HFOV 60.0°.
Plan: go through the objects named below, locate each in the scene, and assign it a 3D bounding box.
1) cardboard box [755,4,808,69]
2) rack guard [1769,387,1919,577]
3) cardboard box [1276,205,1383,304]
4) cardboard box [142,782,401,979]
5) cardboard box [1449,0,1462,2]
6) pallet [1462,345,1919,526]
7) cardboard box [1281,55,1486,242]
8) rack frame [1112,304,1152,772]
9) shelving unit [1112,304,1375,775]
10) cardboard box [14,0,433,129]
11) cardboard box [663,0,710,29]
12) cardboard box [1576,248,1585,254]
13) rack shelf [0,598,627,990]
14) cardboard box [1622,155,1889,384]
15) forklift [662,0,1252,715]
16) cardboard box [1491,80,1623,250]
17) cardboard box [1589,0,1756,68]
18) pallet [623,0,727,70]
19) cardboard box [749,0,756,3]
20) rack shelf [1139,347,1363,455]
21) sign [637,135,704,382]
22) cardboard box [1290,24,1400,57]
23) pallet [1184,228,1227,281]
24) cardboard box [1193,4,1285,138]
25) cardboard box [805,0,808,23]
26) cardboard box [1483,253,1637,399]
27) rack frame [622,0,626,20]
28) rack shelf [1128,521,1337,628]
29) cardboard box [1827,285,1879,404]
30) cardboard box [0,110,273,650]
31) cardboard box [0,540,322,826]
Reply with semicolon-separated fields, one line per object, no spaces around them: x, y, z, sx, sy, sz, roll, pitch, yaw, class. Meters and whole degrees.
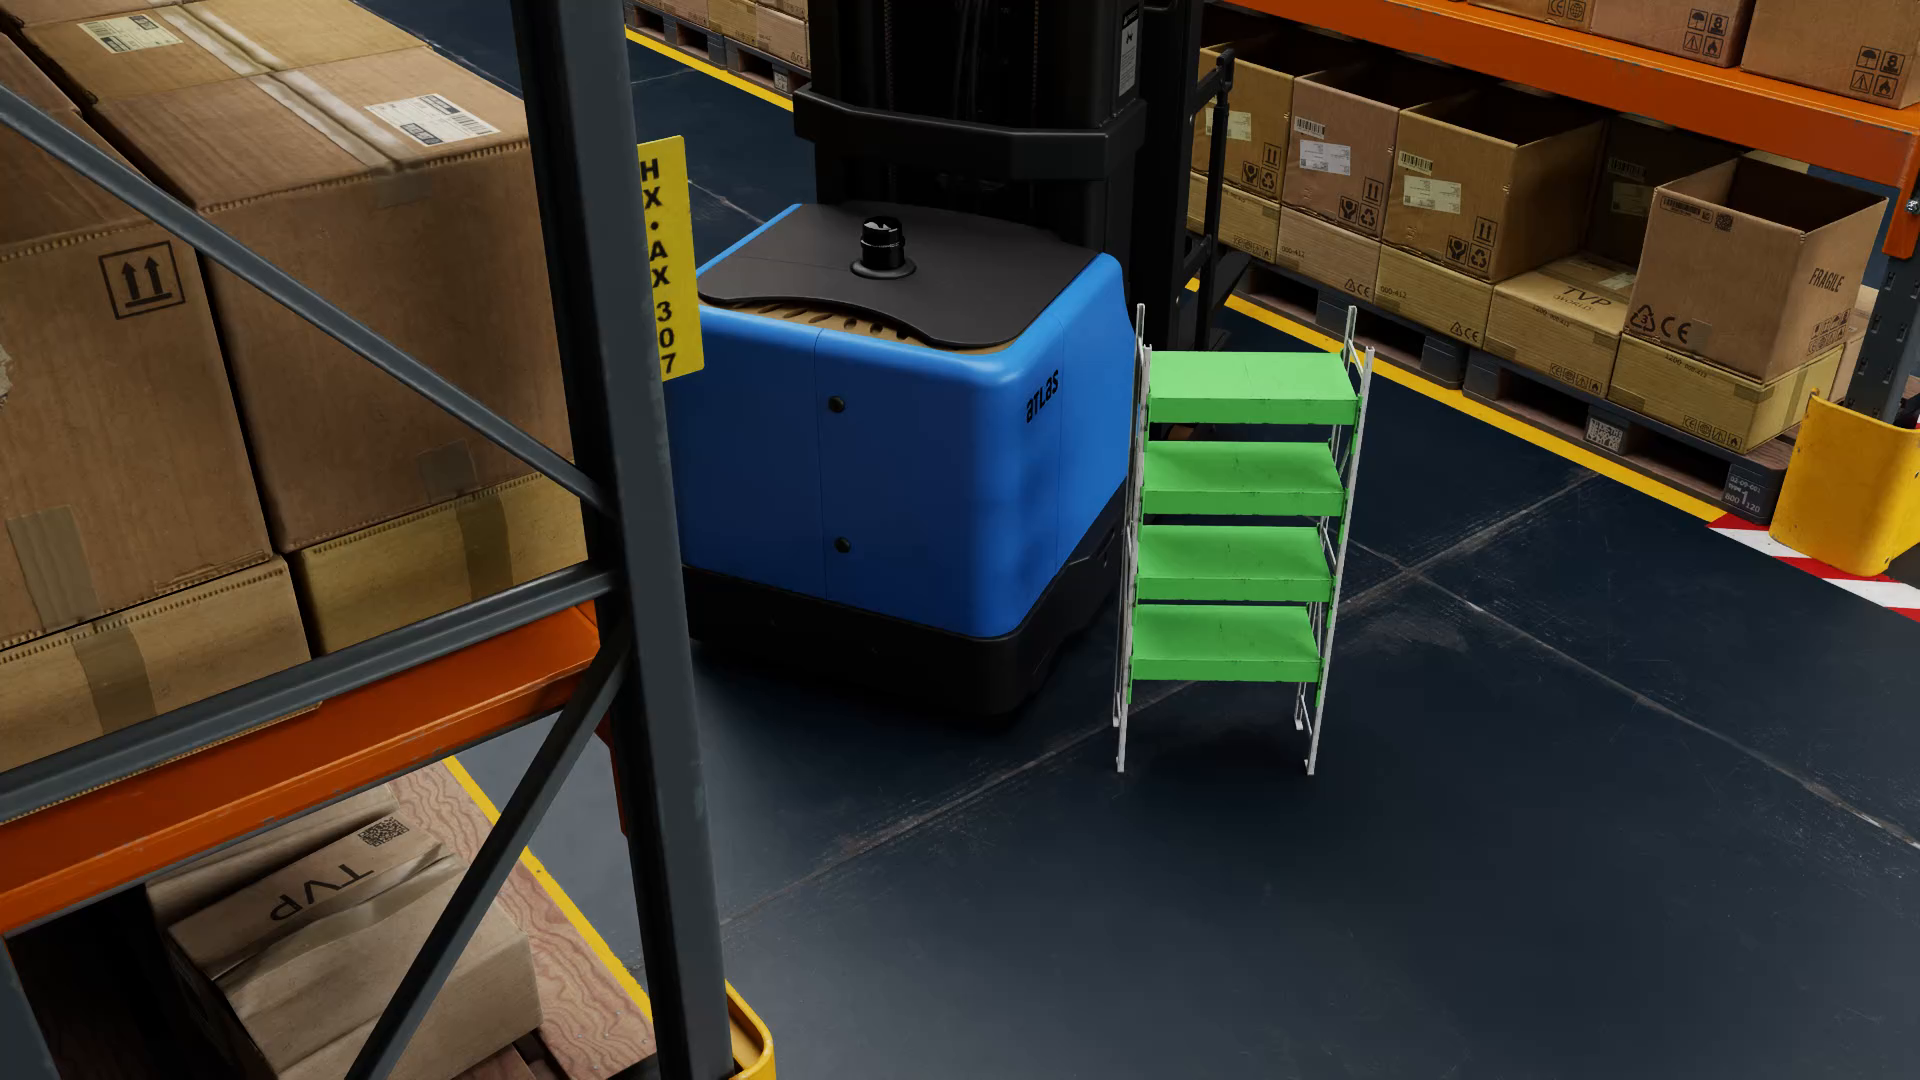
-0.778;-2.812;9.142;0.500;0.250;0.500;-21;38;-30;cardboard box
3.107;-0.346;5.334;1.175;0.500;0.348;-22;38;-31;rack guard
1.600;-1.178;6.511;0.500;0.250;0.500;-22;38;-31;cardboard box
-1.521;0.586;3.595;0.500;0.311;0.500;-19;37;-28;cardboard box
1.864;-2.304;6.021;0.700;0.500;0.500;-21;38;-30;cardboard box
2.590;-0.539;5.918;1.003;0.211;1.213;-22;38;-31;pallet
1.598;-1.495;6.312;0.500;0.500;0.500;-22;38;-31;cardboard box
0.416;0.025;4.072;0.015;1.200;0.240;1;32;1;rack frame
0.660;0.028;4.067;0.503;1.200;0.258;1;32;1;shelving unit
-1.169;-0.583;2.758;0.500;0.500;0.500;-22;38;-31;cardboard box
-1.416;-3.240;9.832;0.500;0.250;0.500;-23;39;-33;cardboard box
2.323;-1.140;6.450;0.500;0.250;0.500;-22;38;-31;cardboard box
-2.045;-0.342;3.639;1.077;0.370;4.000;-22;38;-31;rack shelf
2.528;-0.874;5.312;0.500;0.500;0.500;-22;38;-31;cardboard box
0.251;-1.547;4.962;1.130;2.935;3.031;13;34;20;forklift
2.314;-1.455;6.246;0.500;0.500;0.500;-22;38;-31;cardboard box
2.490;-1.877;5.334;0.700;0.500;0.500;-21;38;-30;cardboard box
-1.340;-3.212;10.222;1.003;0.211;1.213;-22;38;-31;pallet
-1.085;-3.258;9.329;0.500;0.311;0.500;-23;39;-33;cardboard box
0.660;-0.325;3.847;0.480;0.148;0.258;1;32;1;rack shelf
-0.390;-0.357;2.162;0.100;0.325;0.005;-22;38;-31;sign
1.703;-1.872;6.919;0.500;0.500;0.500;-22;38;-31;cardboard box
1.094;-1.556;7.555;1.003;0.211;1.213;-22;38;-31;pallet
0.989;-1.914;6.986;0.500;0.500;0.500;-22;38;-31;cardboard box
-0.464;-2.833;8.646;0.500;0.311;0.500;-22;38;-32;cardboard box
2.214;-0.761;5.840;0.500;0.250;0.500;-22;38;-31;cardboard box
-1.814;-4.752;10.059;1.000;3.000;0.127;-22;38;-31;rack frame
0.660;0.083;4.101;0.480;0.148;0.258;1;32;1;rack shelf
2.939;-0.724;5.781;0.500;0.250;0.500;-22;38;-31;cardboard box
-1.276;-0.205;2.150;0.500;0.500;0.500;-23;38;-32;cardboard box
-1.258;0.109;2.354;0.500;0.250;0.500;-22;38;-31;cardboard box
